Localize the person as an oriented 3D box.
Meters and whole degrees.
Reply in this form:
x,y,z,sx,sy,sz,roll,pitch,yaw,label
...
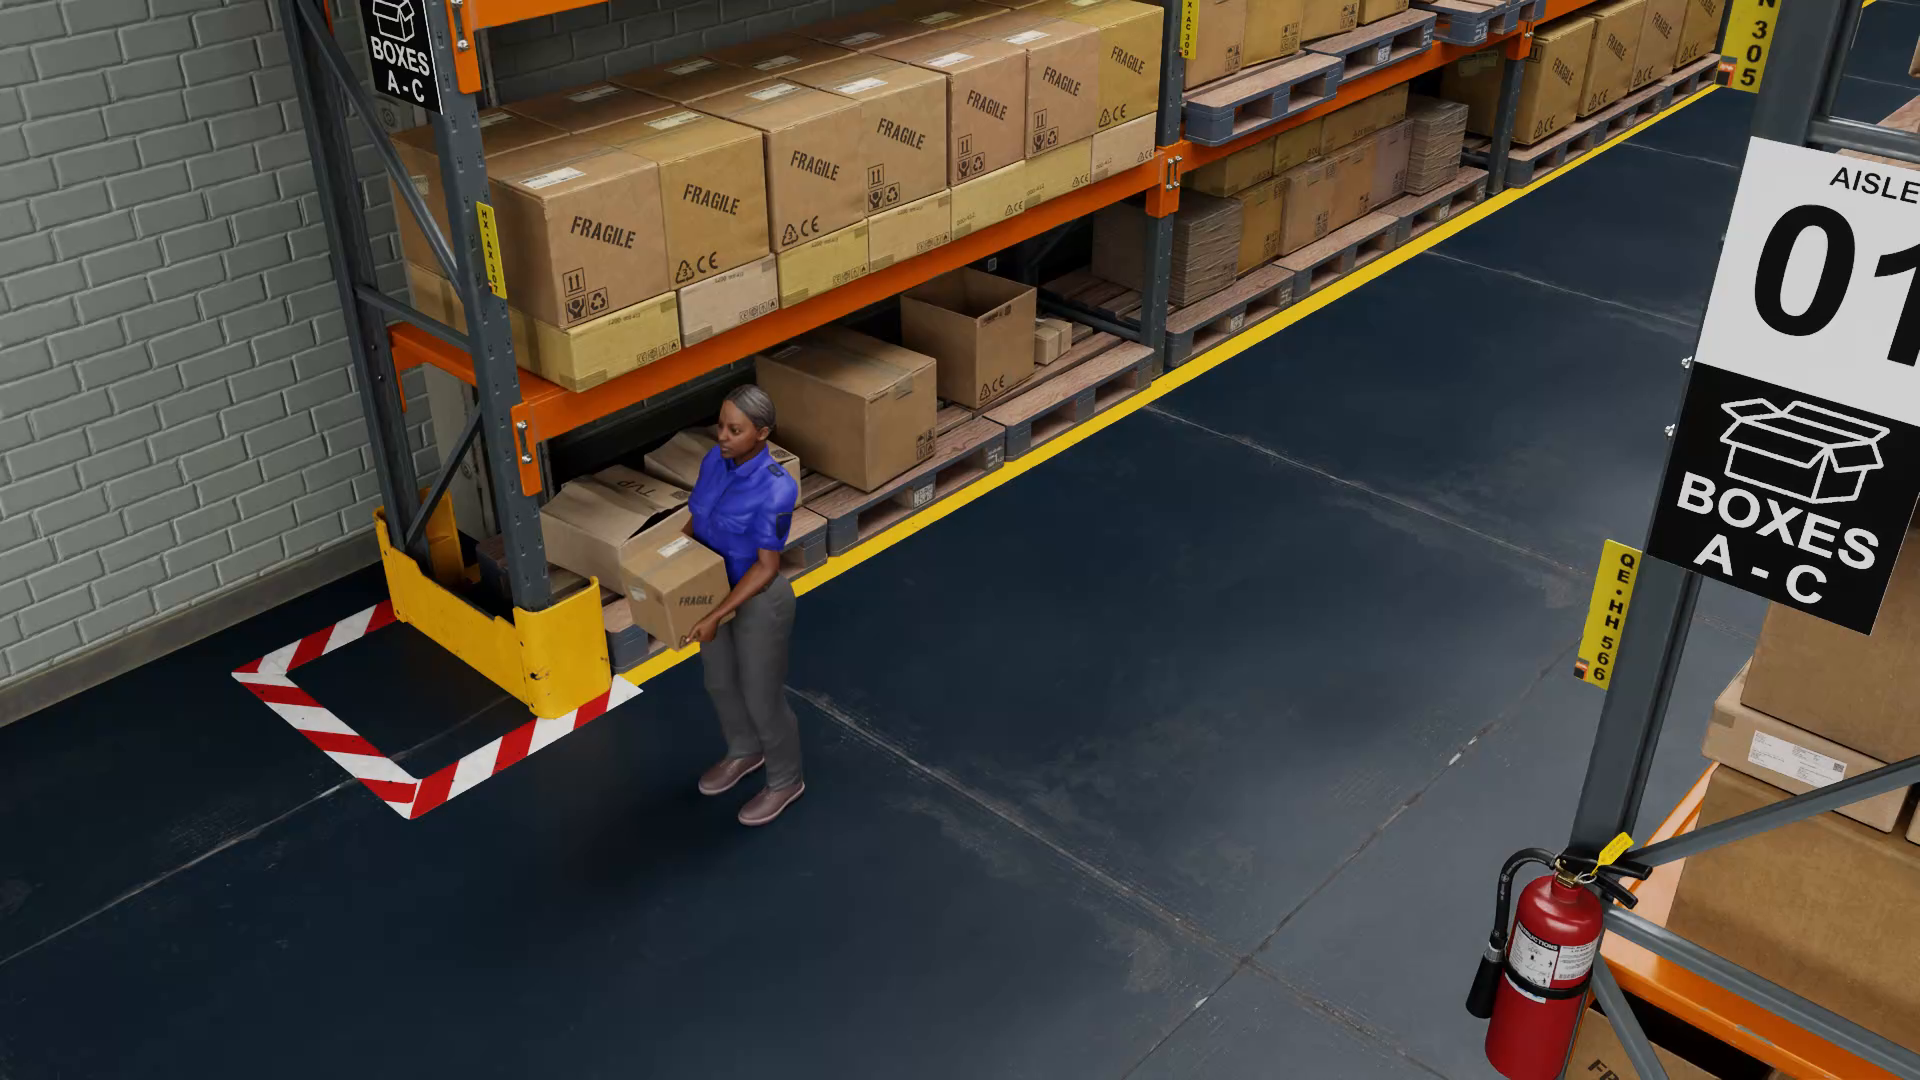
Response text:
x,y,z,sx,sy,sz,roll,pitch,yaw,label
-0.806,0.252,5.739,0.517,1.647,0.450,-27,41,-37,person
